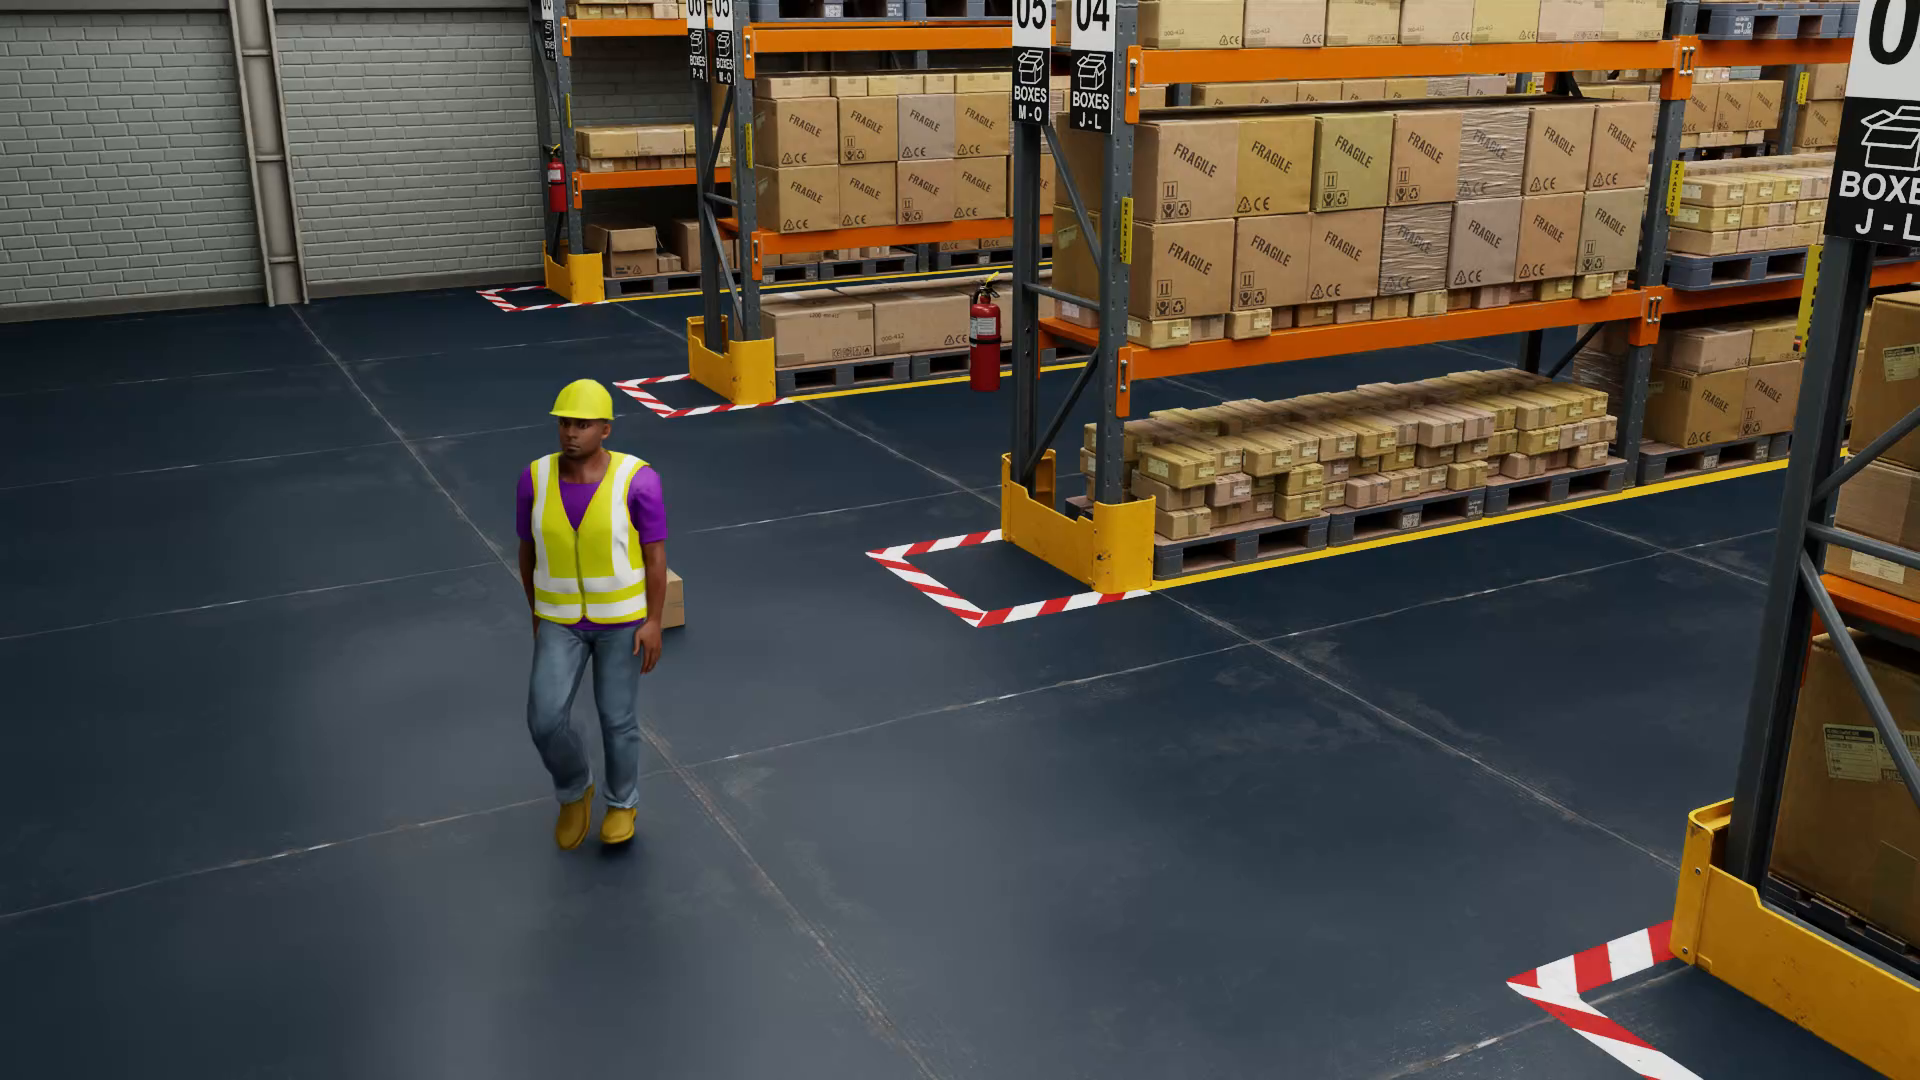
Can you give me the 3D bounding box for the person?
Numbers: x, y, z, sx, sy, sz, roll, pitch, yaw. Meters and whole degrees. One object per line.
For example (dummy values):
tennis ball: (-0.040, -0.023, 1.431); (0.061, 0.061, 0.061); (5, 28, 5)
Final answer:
person: (-1.338, 0.315, 6.048); (0.563, 1.797, 0.461); (0, 18, 0)
